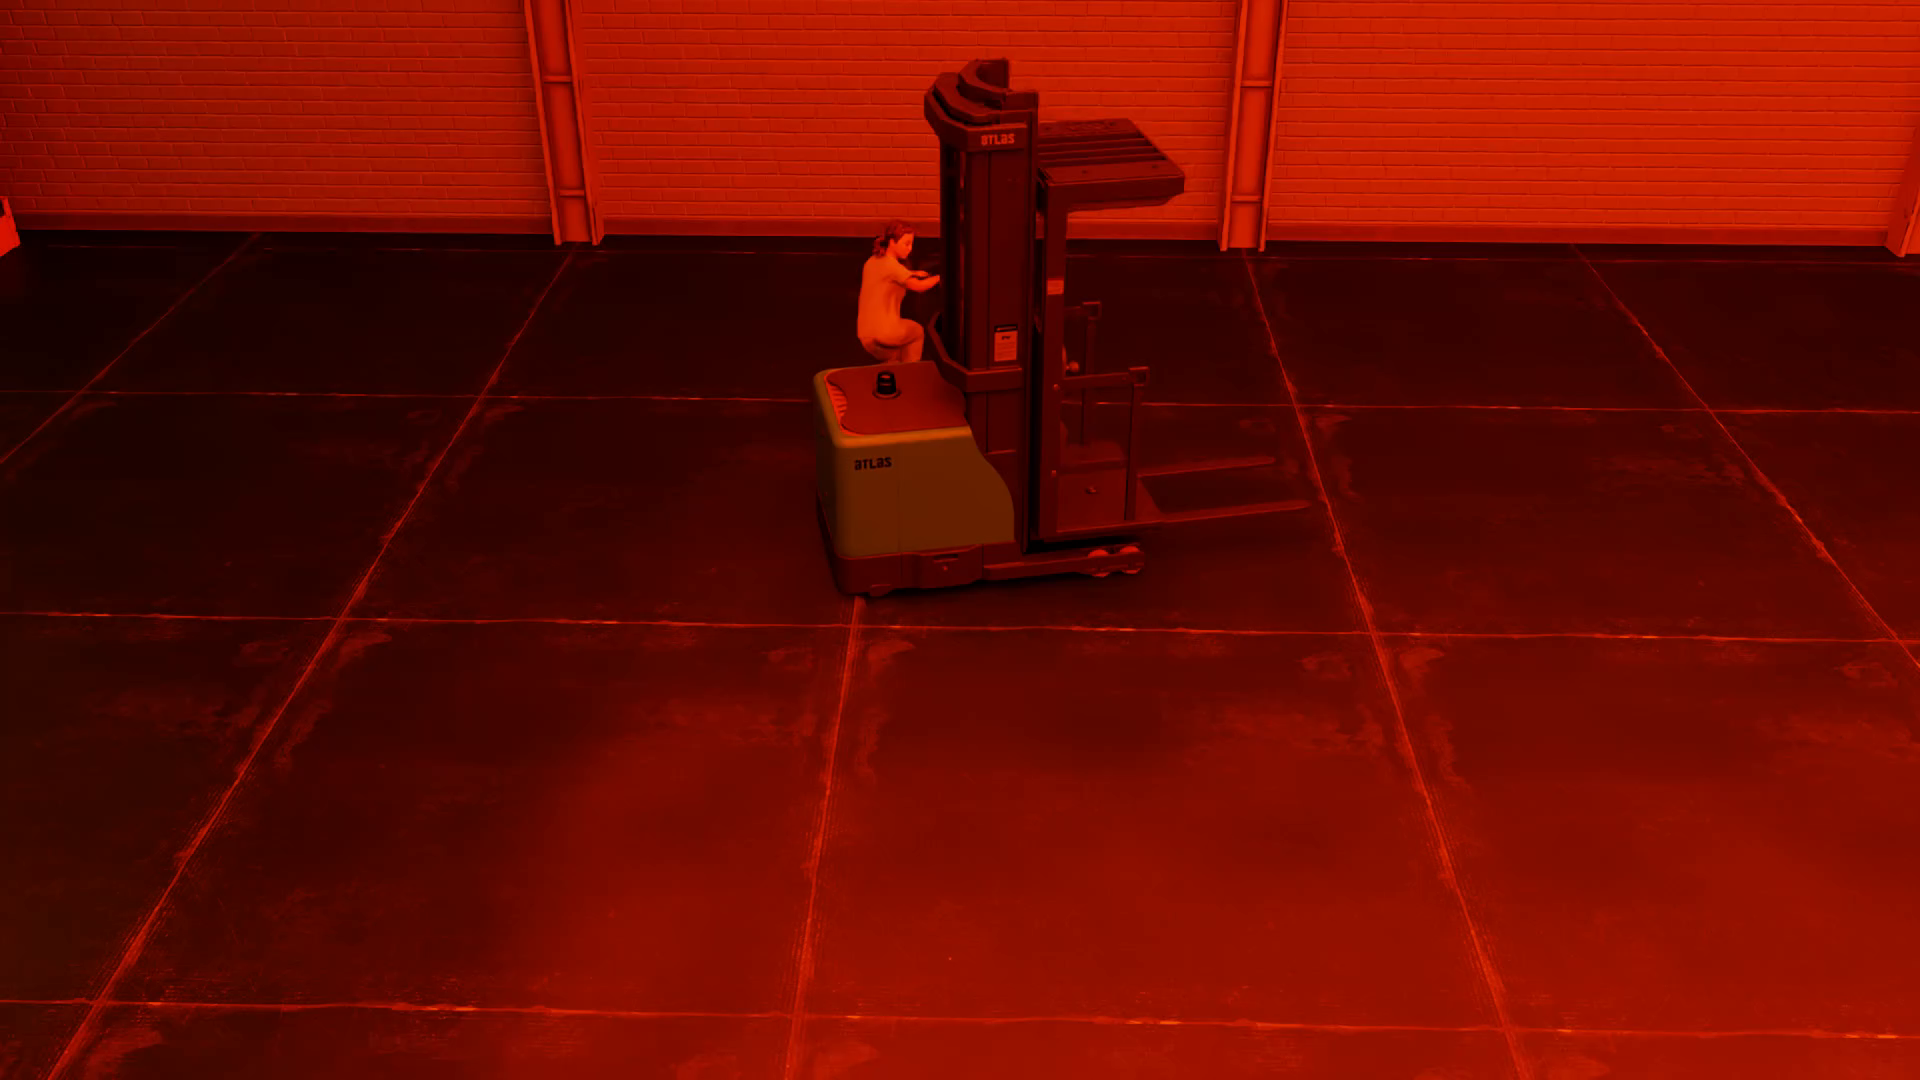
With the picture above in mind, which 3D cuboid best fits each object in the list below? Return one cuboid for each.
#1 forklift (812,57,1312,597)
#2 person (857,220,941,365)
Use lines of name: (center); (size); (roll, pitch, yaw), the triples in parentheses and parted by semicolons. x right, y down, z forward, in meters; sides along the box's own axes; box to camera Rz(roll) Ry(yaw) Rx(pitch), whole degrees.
forklift: (0.659, -1.293, 9.807); (3.031, 2.935, 1.130); (-6, 31, -10)
person: (-0.331, -1.604, 11.849); (0.698, 1.383, 1.016); (16, 34, 26)
